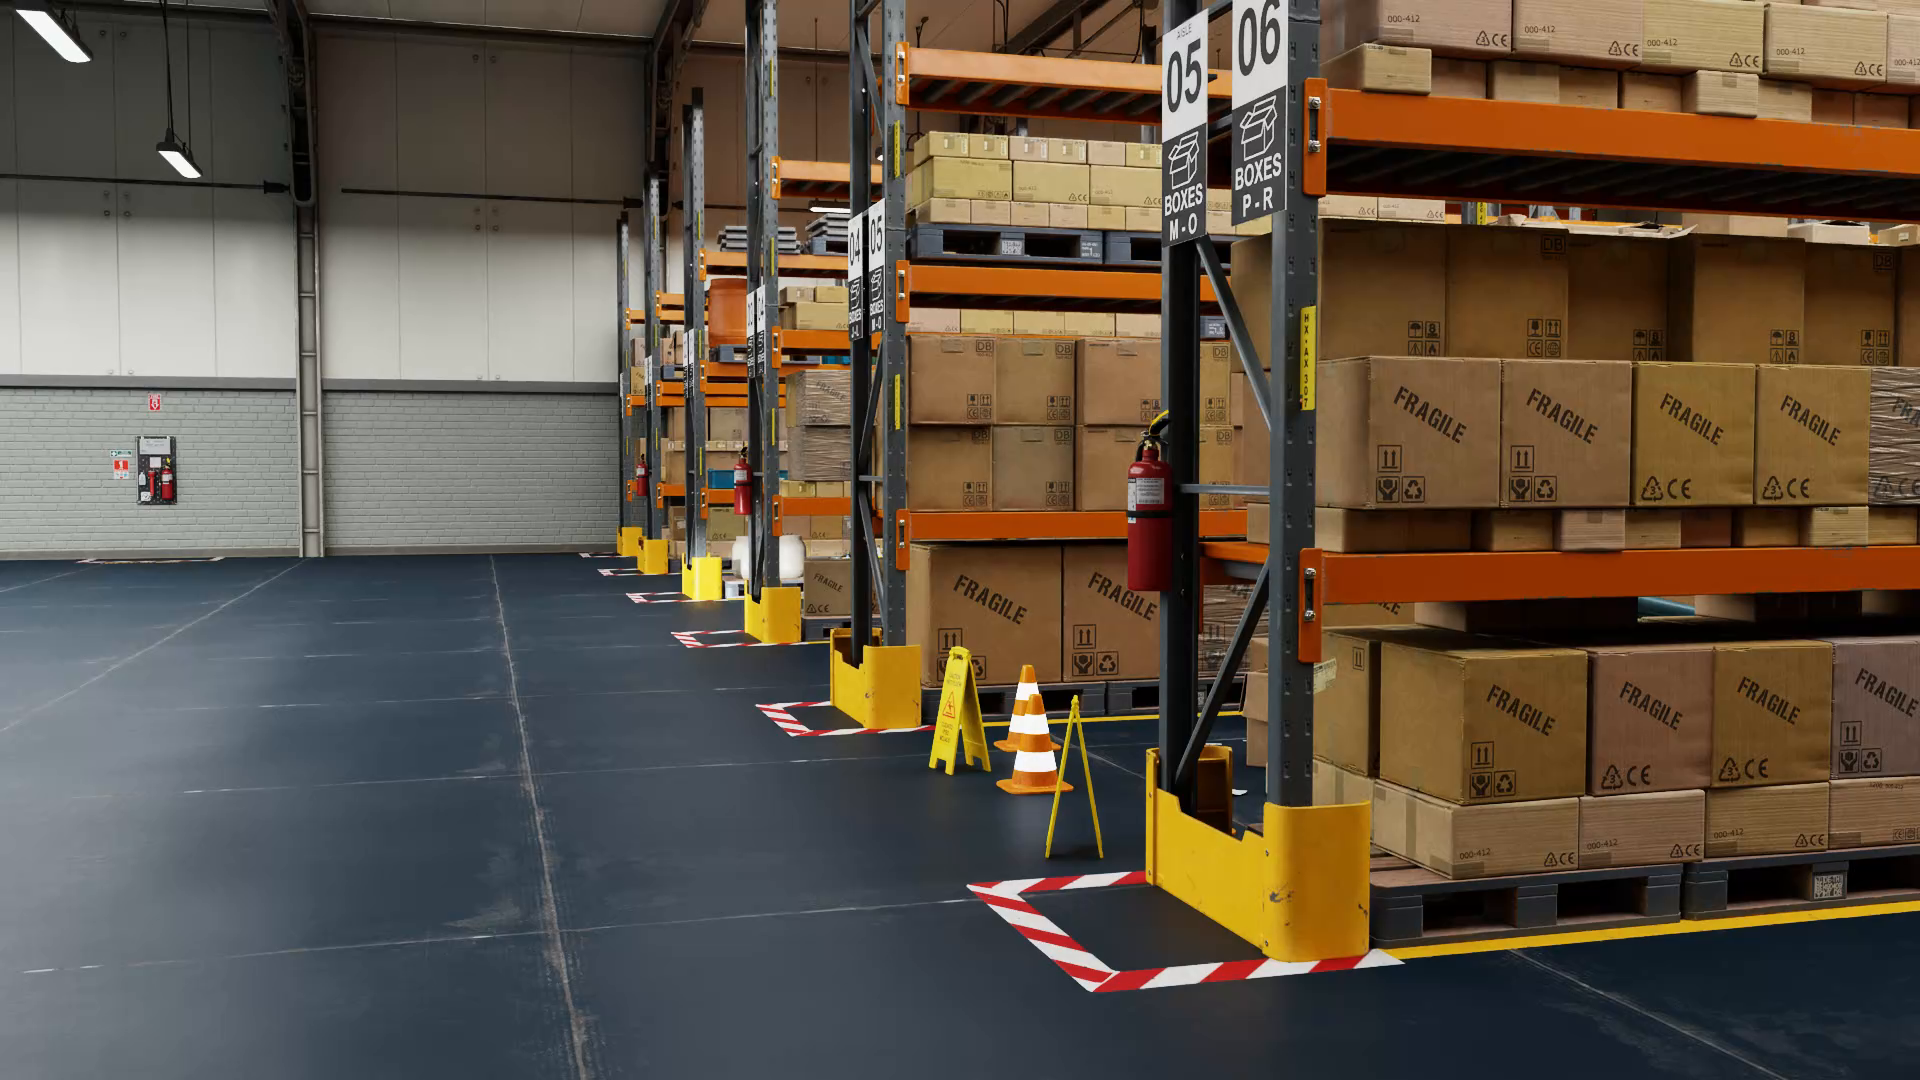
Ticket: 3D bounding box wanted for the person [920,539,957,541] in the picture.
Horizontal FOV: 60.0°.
[{"bbox_3d":[-0.269,-0.121,18.317,0.494,1.782,0.573,-1,3,-16],"label":"person"}]
